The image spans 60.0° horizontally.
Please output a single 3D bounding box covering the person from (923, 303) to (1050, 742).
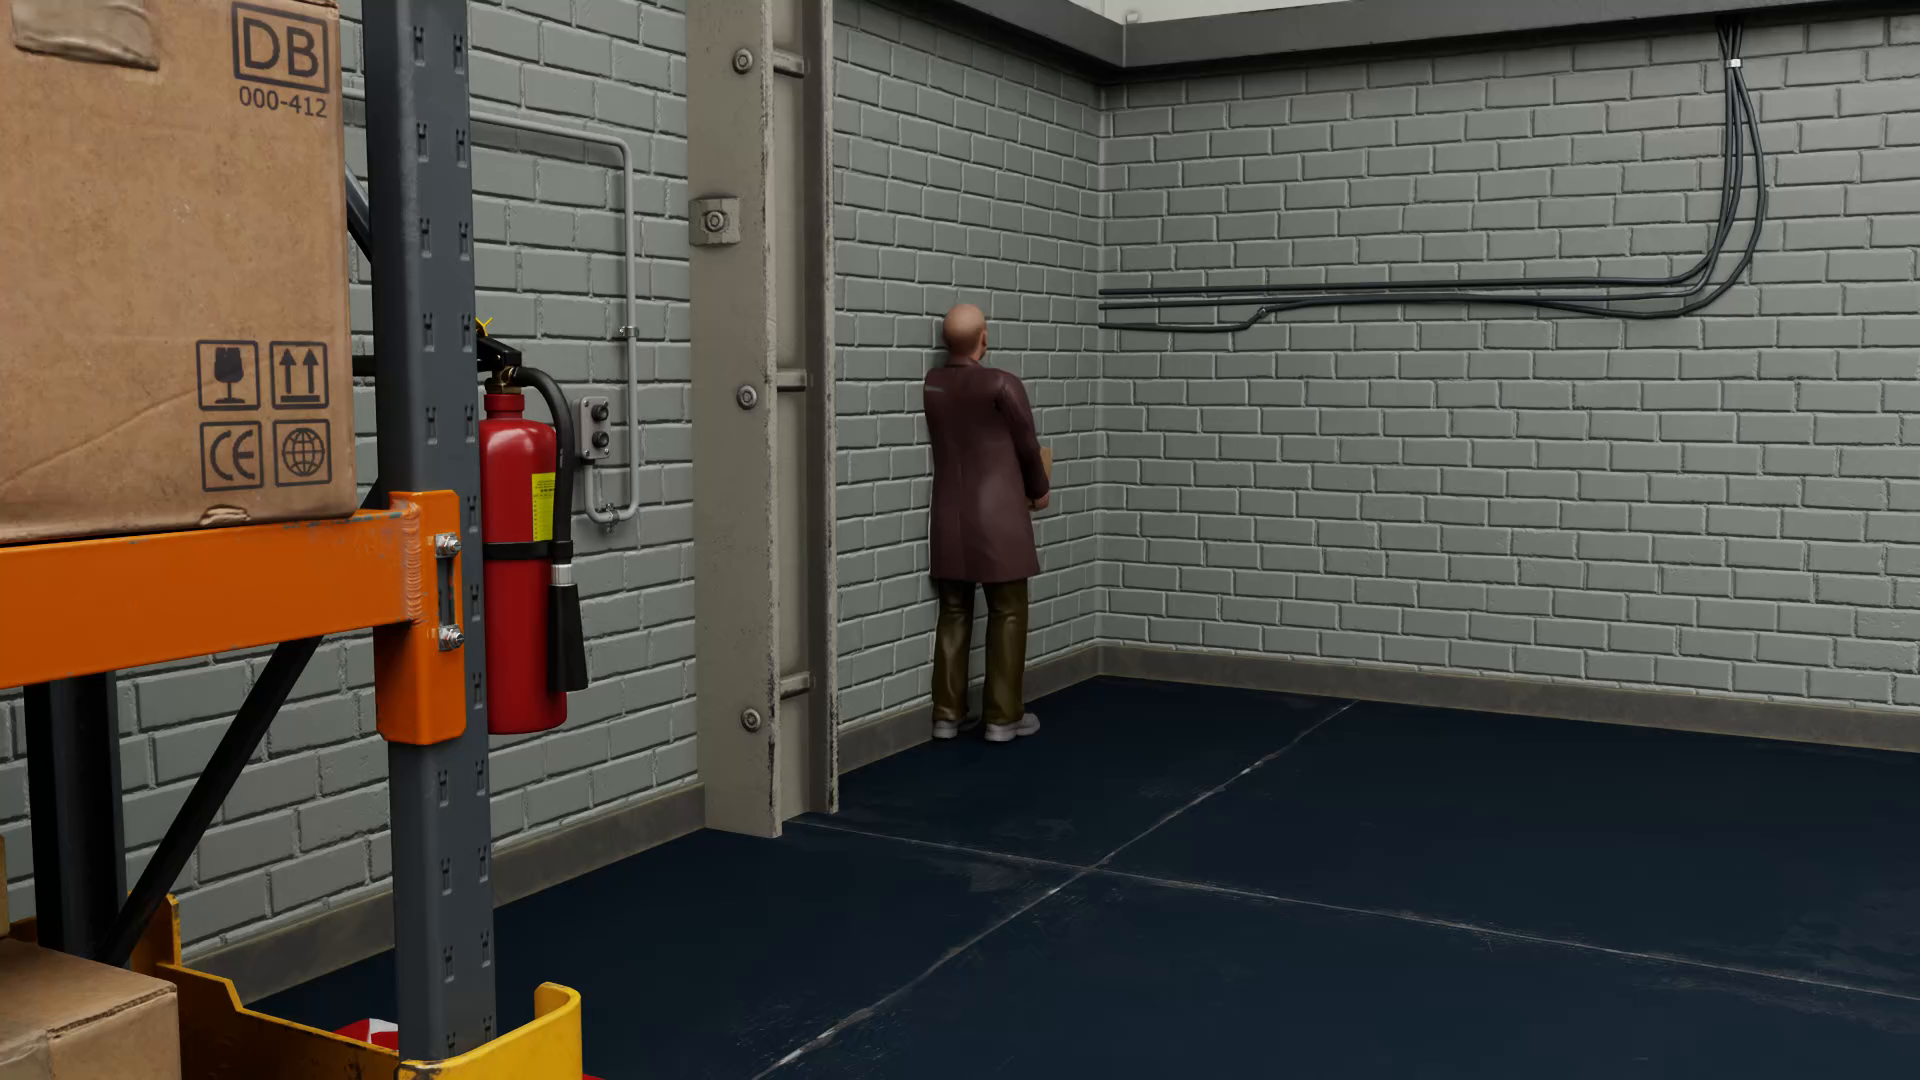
[{"bbox_3d":[0.116,-0.055,6.859,0.529,1.727,0.552,3,7,30],"label":"person"}]
